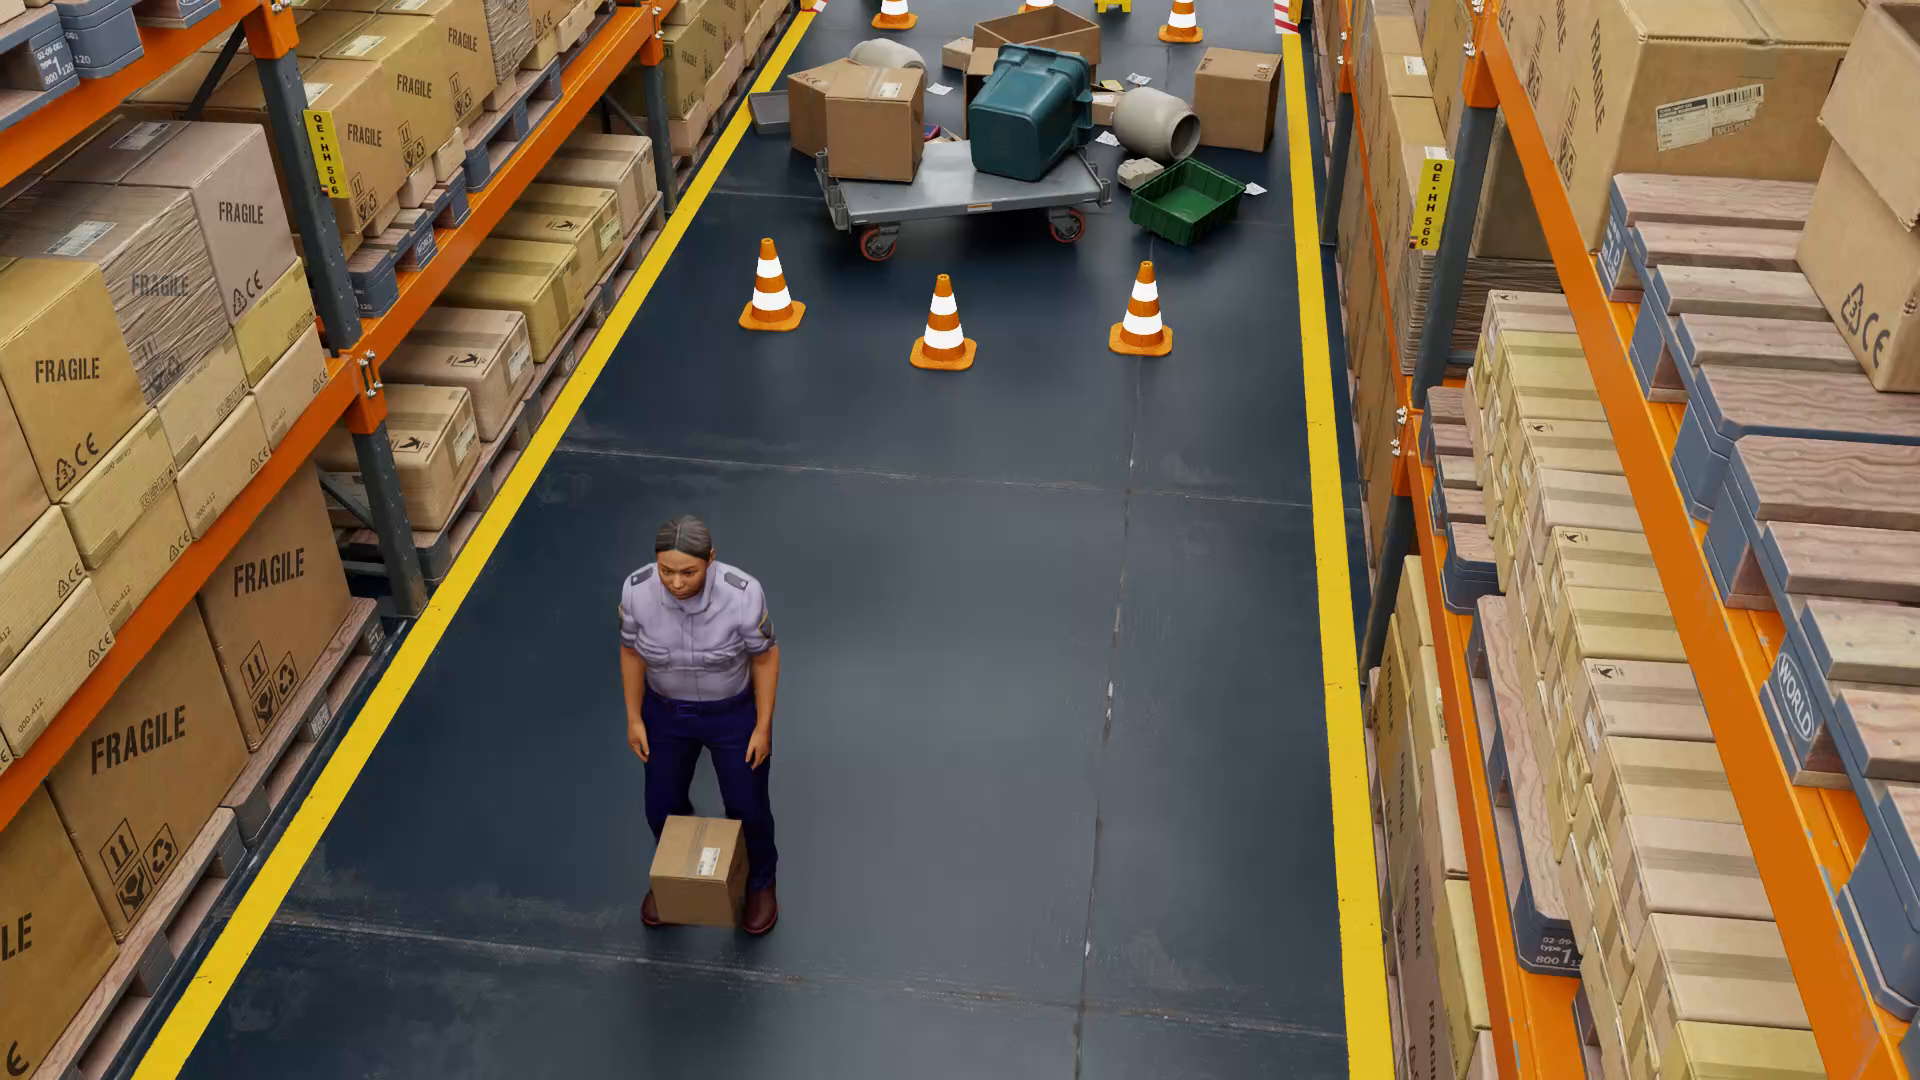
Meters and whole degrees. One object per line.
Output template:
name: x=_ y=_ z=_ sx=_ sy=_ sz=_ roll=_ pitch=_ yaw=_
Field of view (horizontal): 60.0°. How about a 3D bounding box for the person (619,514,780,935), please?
person: x=-0.835 y=0.583 z=5.371 sx=0.530 sy=1.641 sz=0.372 roll=3 pitch=36 yaw=5
